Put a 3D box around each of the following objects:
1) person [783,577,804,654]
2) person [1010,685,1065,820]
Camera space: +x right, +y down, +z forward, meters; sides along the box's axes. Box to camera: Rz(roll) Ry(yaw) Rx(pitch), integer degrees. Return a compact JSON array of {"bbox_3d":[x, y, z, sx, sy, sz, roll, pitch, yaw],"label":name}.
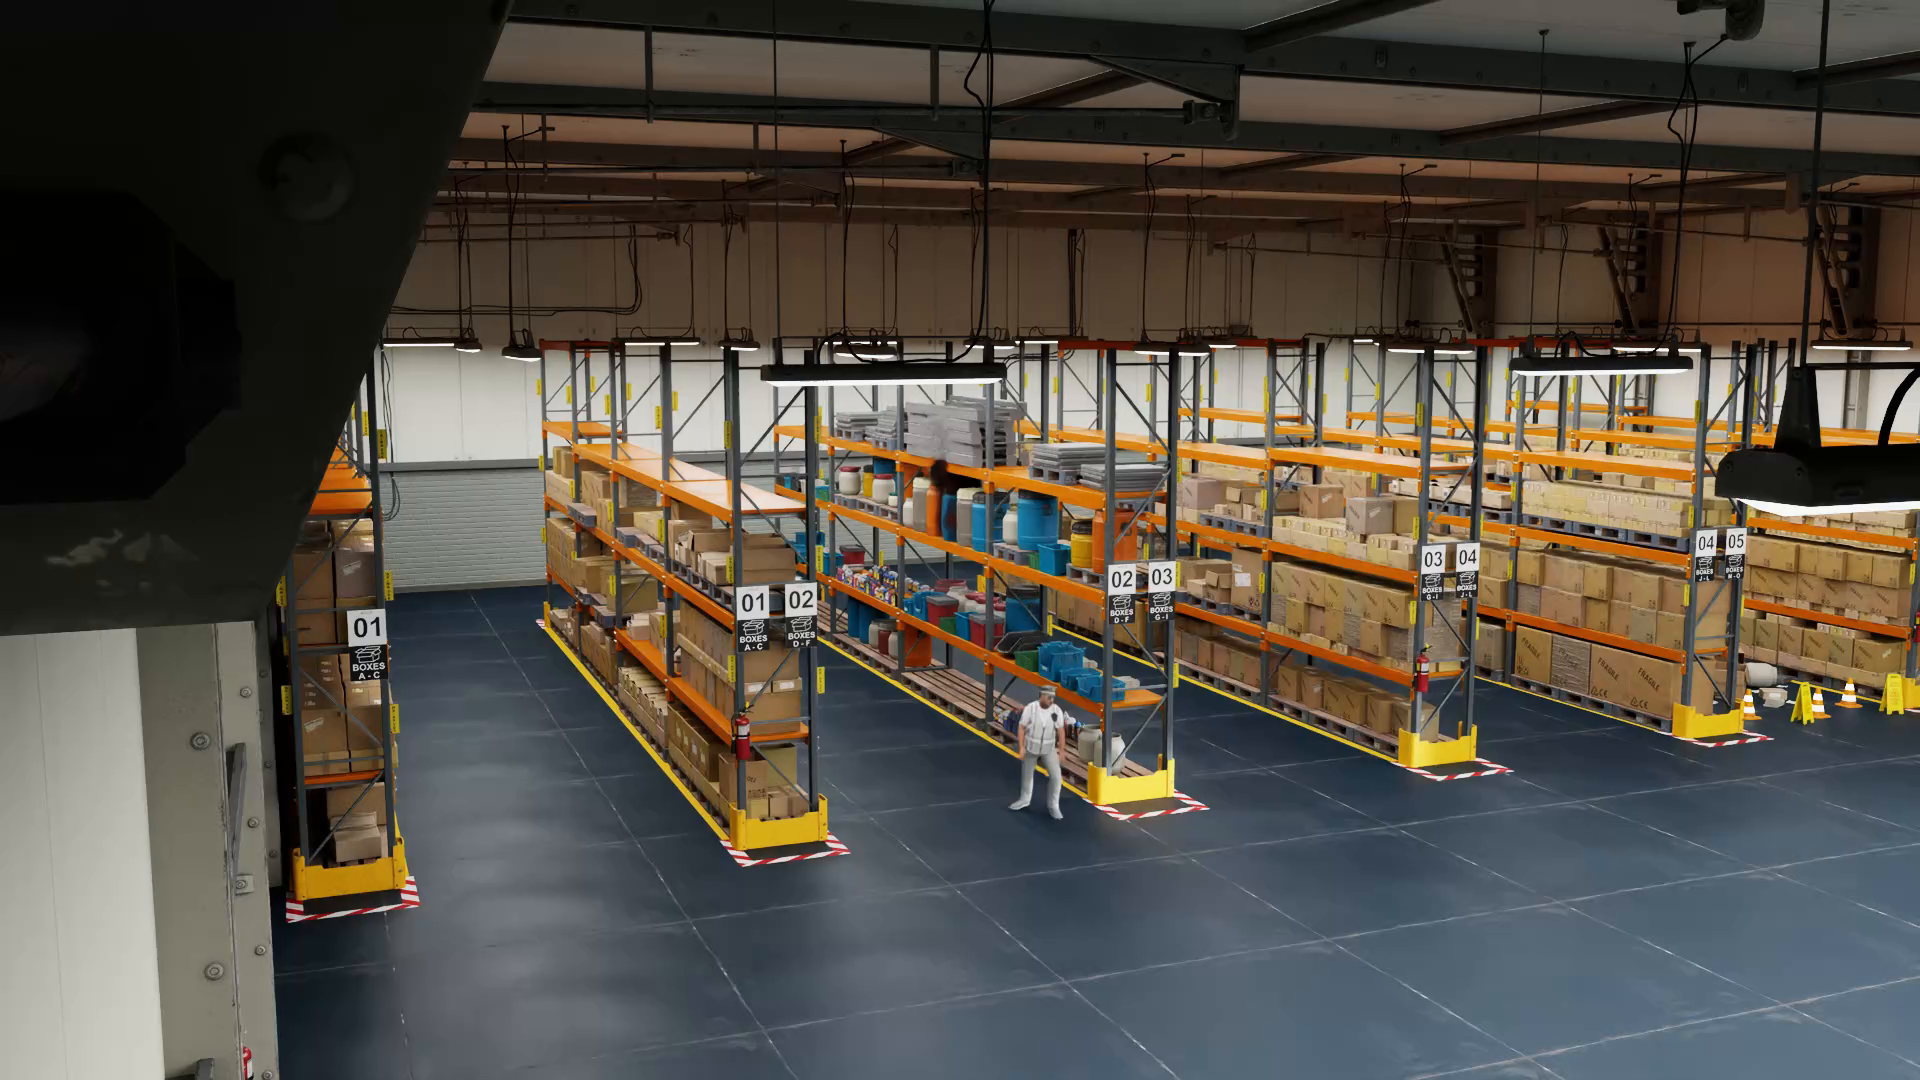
[{"bbox_3d":[-3.000,1.434,30.729,0.652,1.578,0.788,-3,8,-22],"label":"person"},{"bbox_3d":[1.003,2.709,21.499,0.696,1.749,0.624,-1,7,-5],"label":"person"}]
